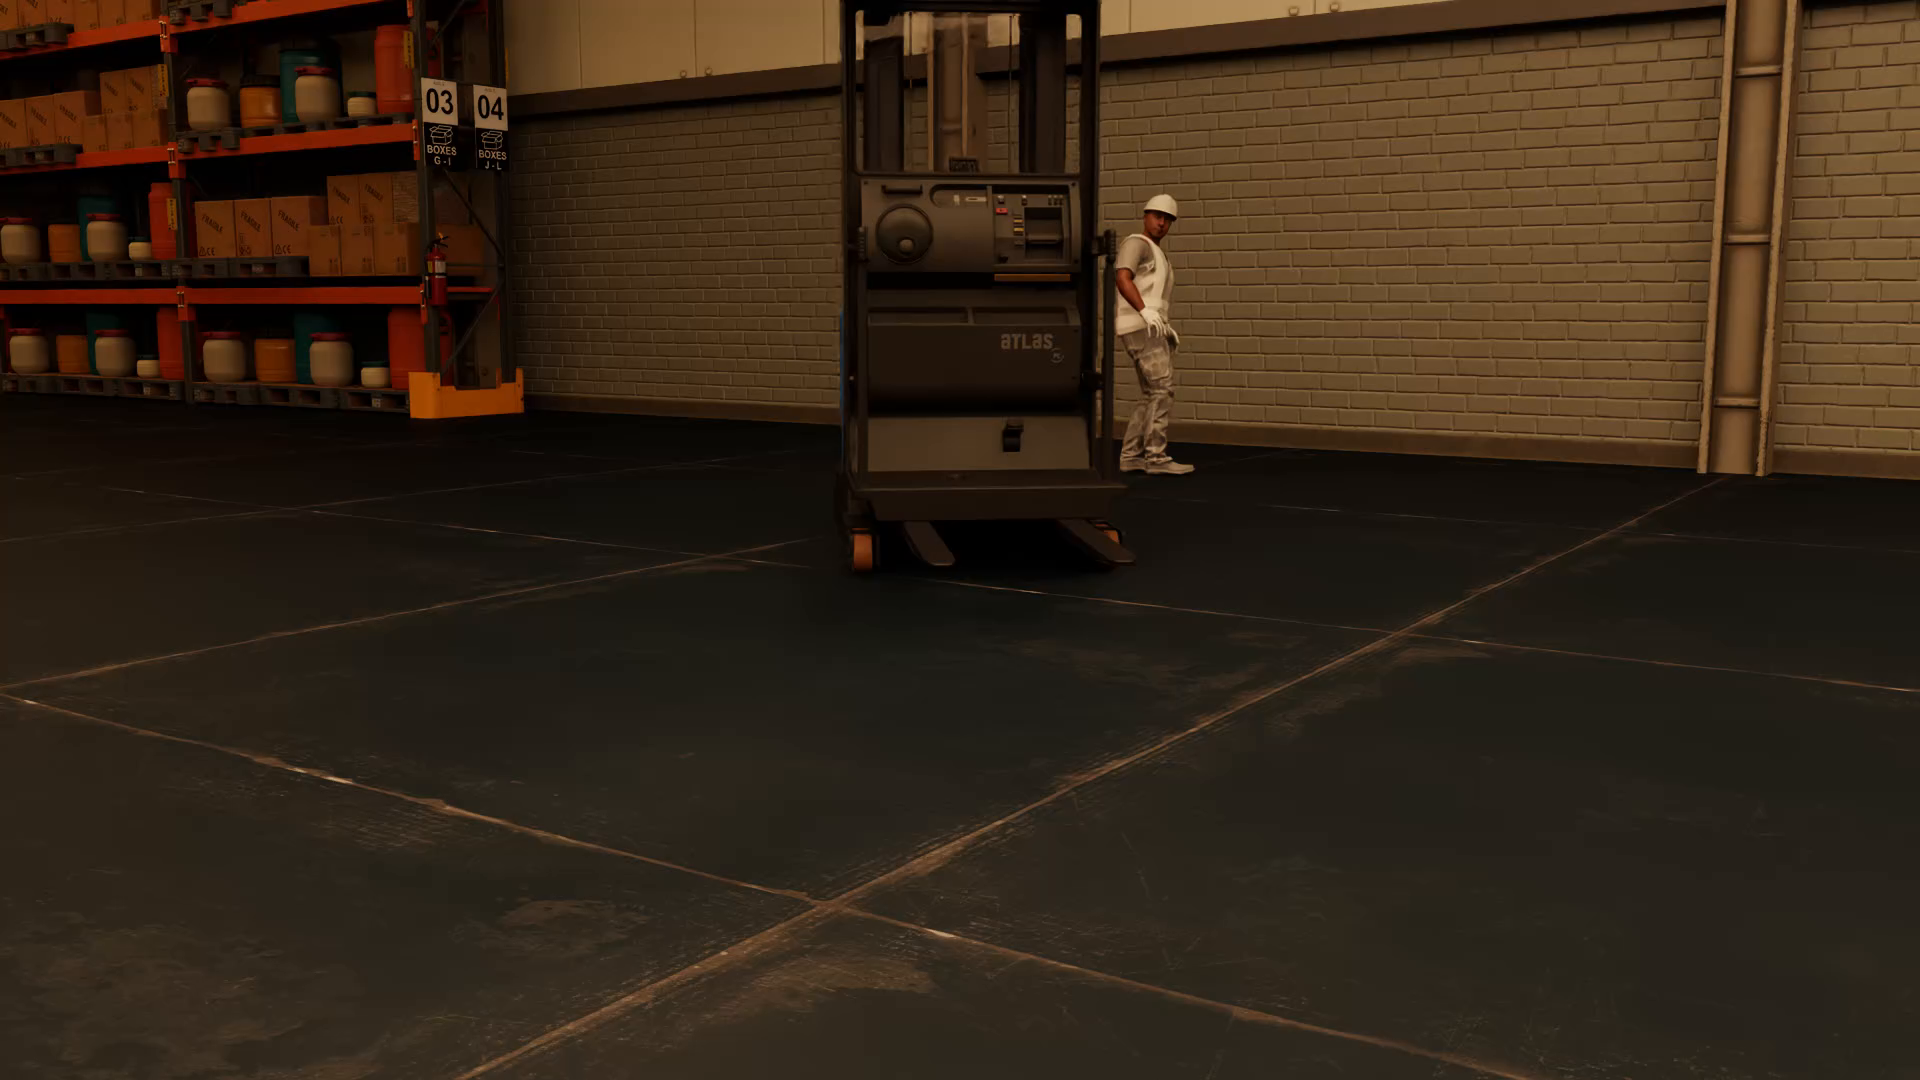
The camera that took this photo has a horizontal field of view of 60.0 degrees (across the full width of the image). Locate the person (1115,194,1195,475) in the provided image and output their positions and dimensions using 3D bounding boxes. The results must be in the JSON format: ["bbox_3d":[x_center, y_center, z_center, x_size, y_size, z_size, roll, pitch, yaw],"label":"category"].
[{"bbox_3d":[1.252,-1.301,10.537,0.513,1.752,0.770,1,8,10],"label":"person"}]

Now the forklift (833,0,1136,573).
[{"bbox_3d":[0.073,-1.366,6.797,1.130,2.935,3.031,-1,8,-6],"label":"forklift"}]
